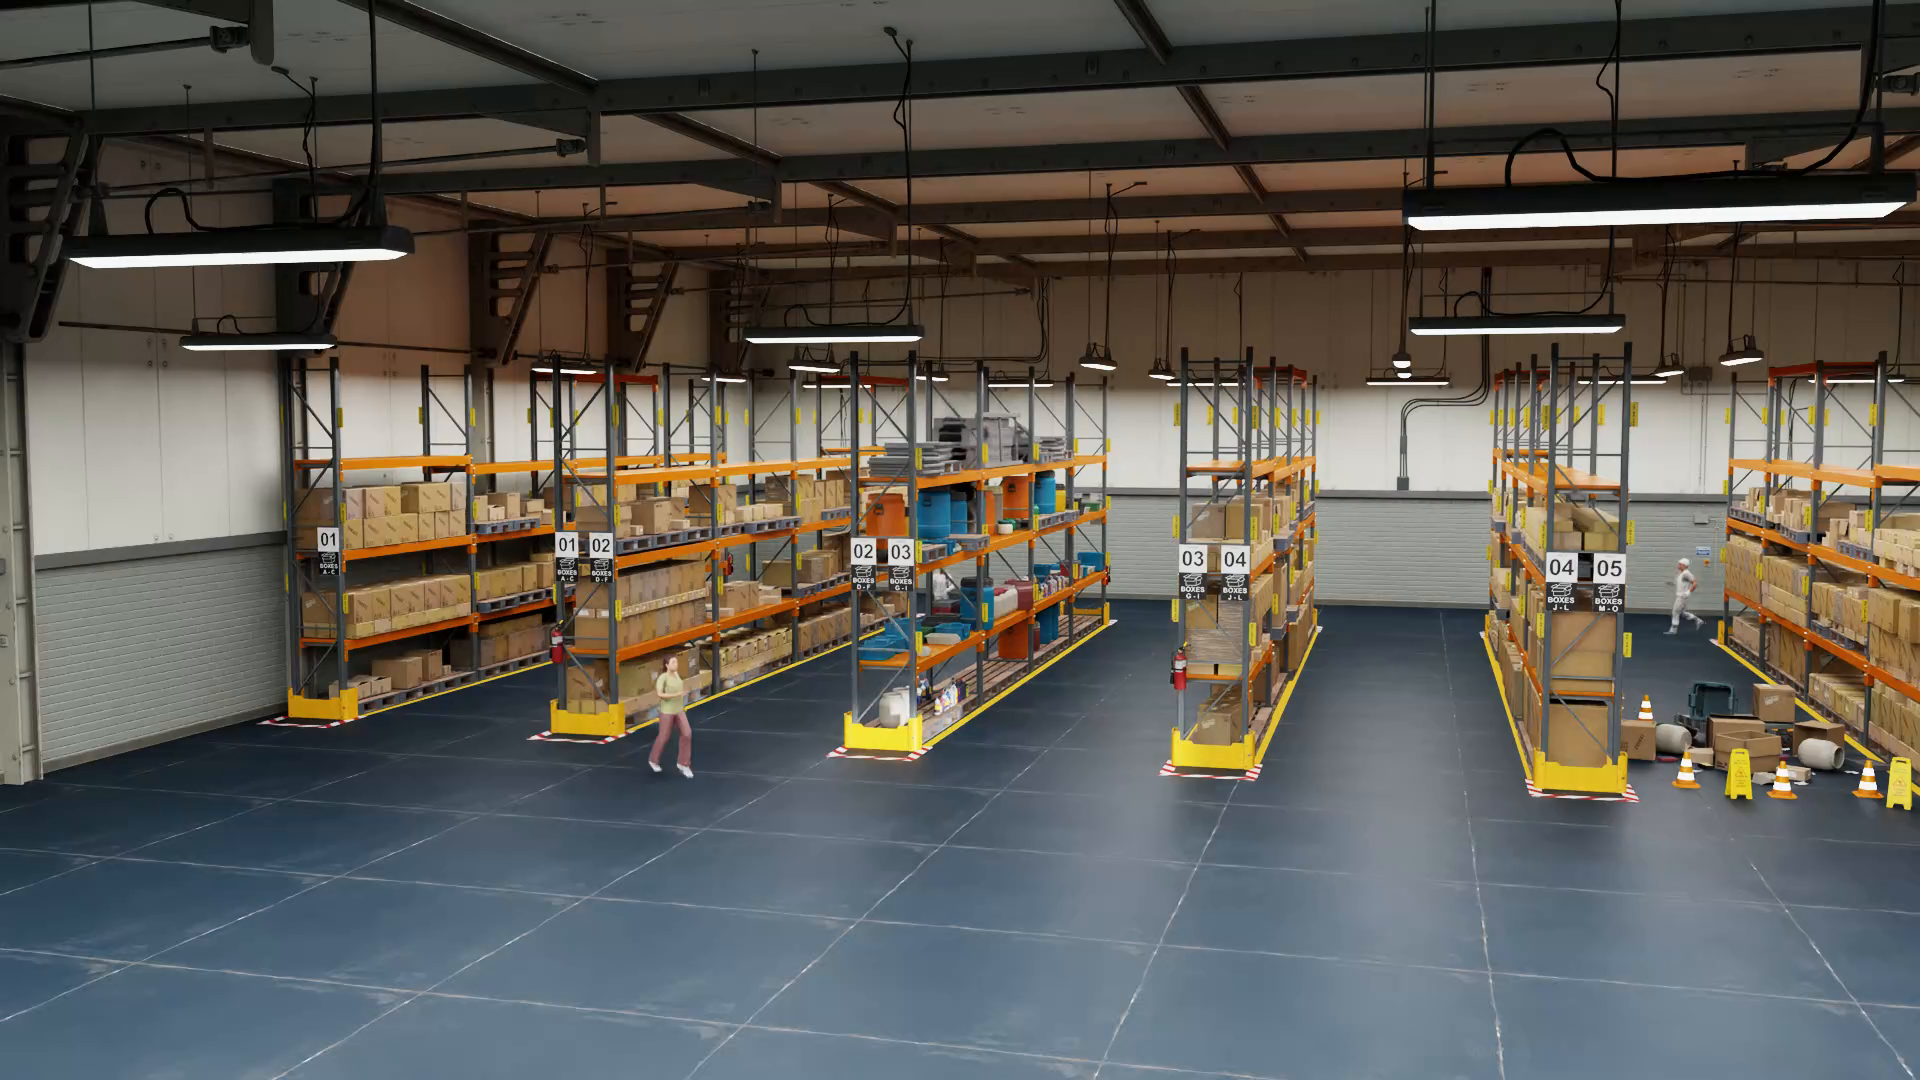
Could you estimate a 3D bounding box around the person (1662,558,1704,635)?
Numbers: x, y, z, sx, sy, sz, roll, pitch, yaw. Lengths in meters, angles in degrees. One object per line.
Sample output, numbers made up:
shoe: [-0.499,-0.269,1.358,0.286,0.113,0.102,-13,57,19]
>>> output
person: [16.591,1.303,38.069,0.908,1.770,0.668,1,4,13]

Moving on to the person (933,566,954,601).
person: [-0.446,1.322,38.930,0.612,1.656,0.542,0,4,2]

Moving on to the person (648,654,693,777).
person: [-4.080,2.453,23.289,0.757,1.732,0.591,3,5,36]
